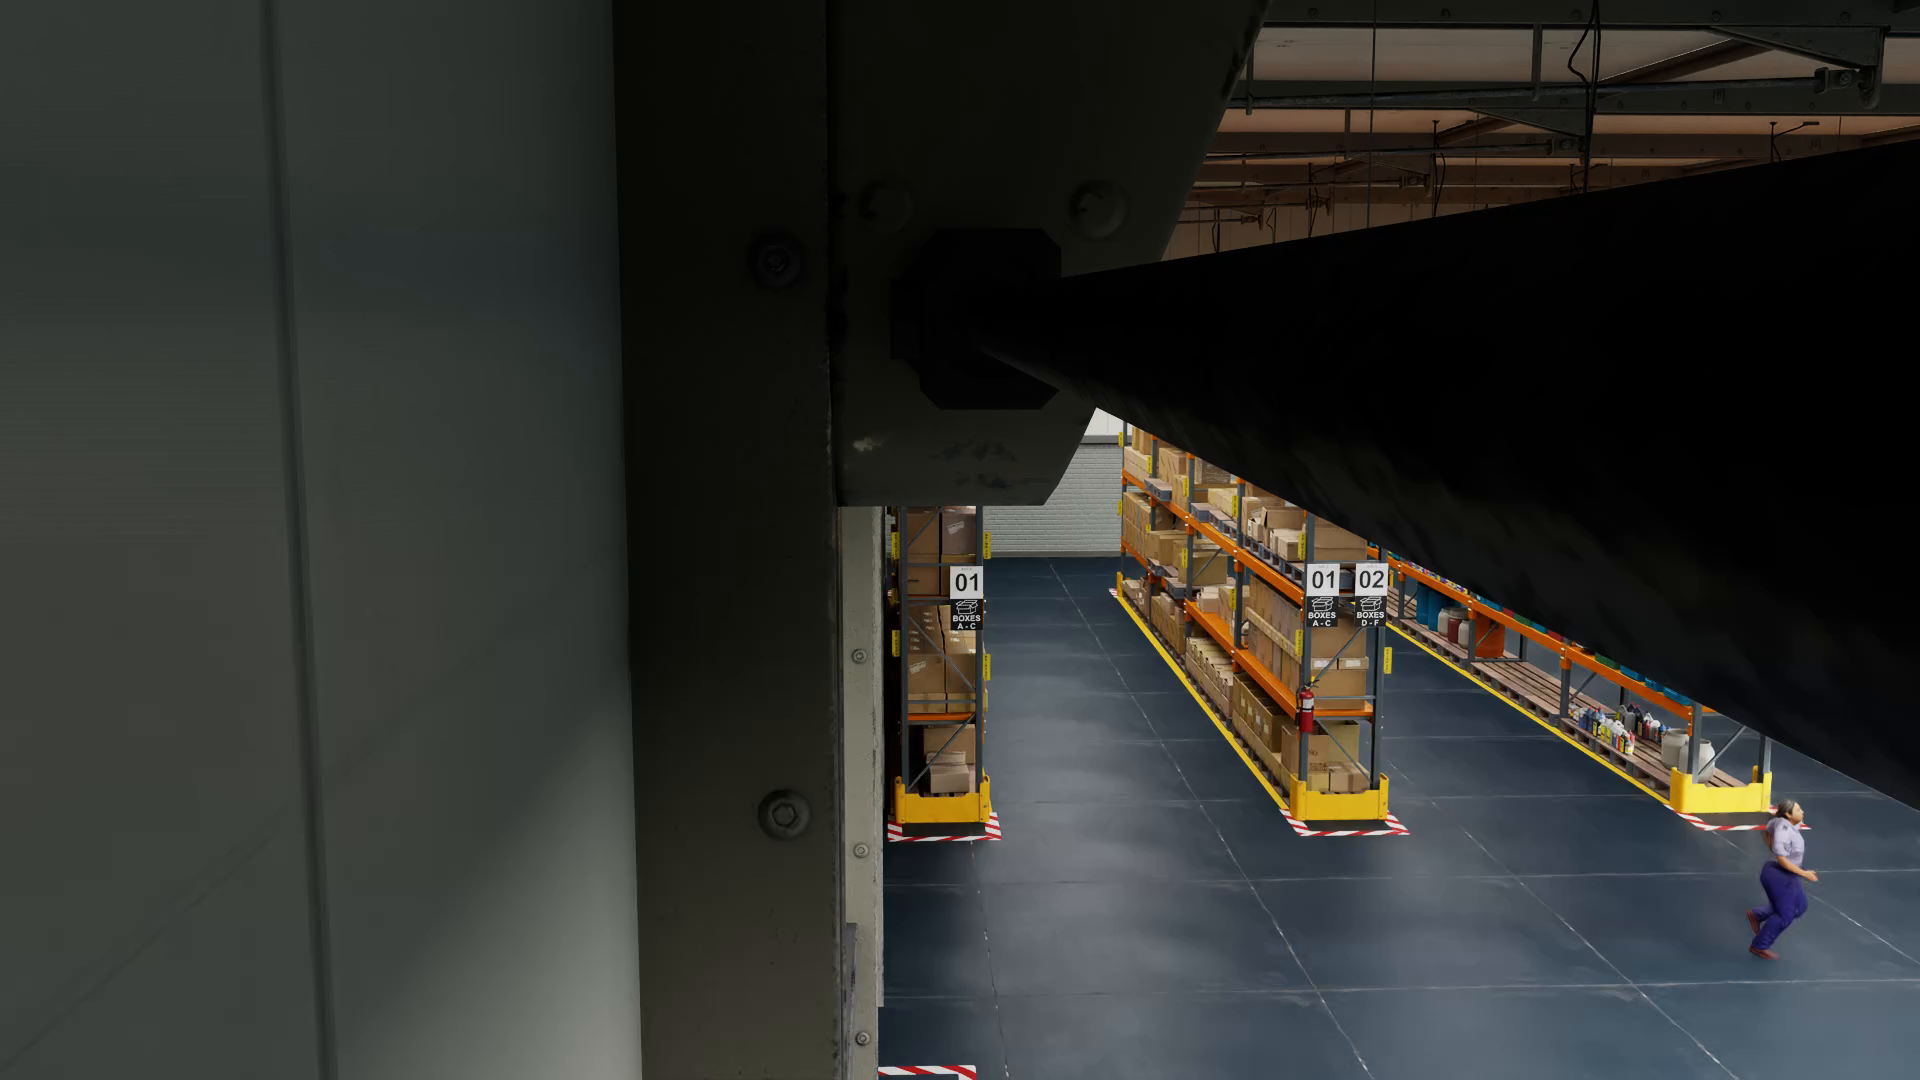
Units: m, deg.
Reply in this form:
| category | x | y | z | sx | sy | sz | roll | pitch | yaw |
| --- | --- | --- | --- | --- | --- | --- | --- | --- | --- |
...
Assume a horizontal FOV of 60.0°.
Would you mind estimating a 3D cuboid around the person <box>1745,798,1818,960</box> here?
| category | x | y | z | sx | sy | sz | roll | pitch | yaw |
| --- | --- | --- | --- | --- | --- | --- | --- | --- | --- |
| person | 8.023 | 3.300 | 16.205 | 0.591 | 1.598 | 0.628 | 4 | 9 | 27 |
